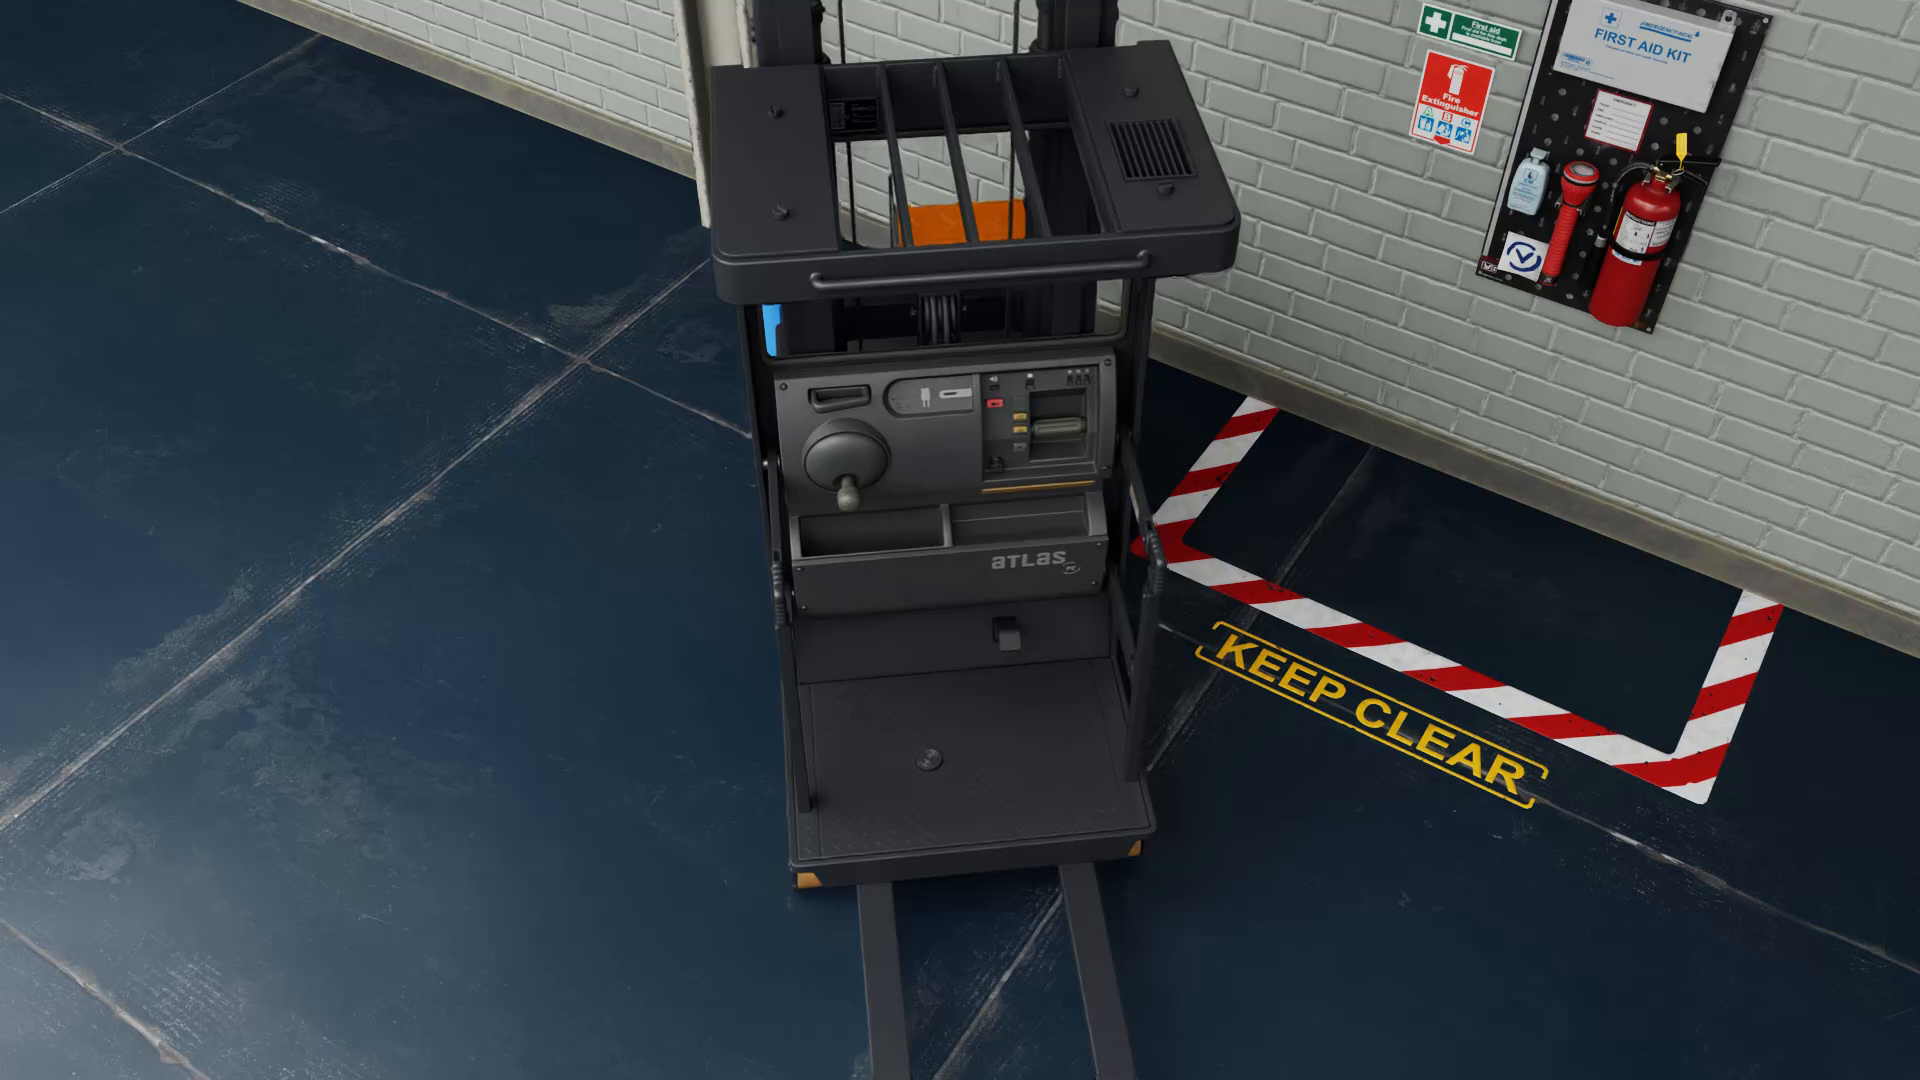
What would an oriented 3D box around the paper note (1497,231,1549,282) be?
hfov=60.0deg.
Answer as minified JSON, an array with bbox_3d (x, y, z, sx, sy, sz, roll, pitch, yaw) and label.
[{"bbox_3d":[1.936,-0.974,5.719,0.142,0.148,0.016,25,51,22],"label":"paper note"}]

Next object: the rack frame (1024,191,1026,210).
[{"bbox_3d":[0.252,-0.825,6.214,0.015,1.200,0.240,-5,46,-5],"label":"rack frame"}]

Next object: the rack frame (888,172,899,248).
[{"bbox_3d":[-0.232,-0.785,6.175,0.015,1.200,0.240,-5,46,-5],"label":"rack frame"}]

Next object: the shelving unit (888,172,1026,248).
[{"bbox_3d":[0.010,-0.805,6.195,0.503,1.200,0.258,-5,46,-5],"label":"shelving unit"}]

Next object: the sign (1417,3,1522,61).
[{"bbox_3d":[1.637,-1.637,5.355,0.331,0.109,0.001,25,51,22],"label":"sign"}]

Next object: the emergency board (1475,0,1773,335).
[{"bbox_3d":[2.048,-1.171,5.296,0.643,1.169,0.194,25,51,22],"label":"emergency board"}]

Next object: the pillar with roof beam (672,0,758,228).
[{"bbox_3d":[-3.267,-2.006,1.924,0.400,9.000,9.100,25,51,22],"label":"pillar with roof beam"}]

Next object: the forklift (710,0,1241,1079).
[{"bbox_3d":[-0.007,-0.205,4.406,1.130,2.935,3.031,-5,46,-5],"label":"forklift"}]

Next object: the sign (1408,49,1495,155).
[{"bbox_3d":[1.638,-1.460,5.552,0.234,0.329,0.001,25,51,22],"label":"sign"}]

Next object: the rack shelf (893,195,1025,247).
[{"bbox_3d":[0.010,-1.079,5.914,0.480,0.148,0.258,-5,46,-5],"label":"rack shelf"}]
